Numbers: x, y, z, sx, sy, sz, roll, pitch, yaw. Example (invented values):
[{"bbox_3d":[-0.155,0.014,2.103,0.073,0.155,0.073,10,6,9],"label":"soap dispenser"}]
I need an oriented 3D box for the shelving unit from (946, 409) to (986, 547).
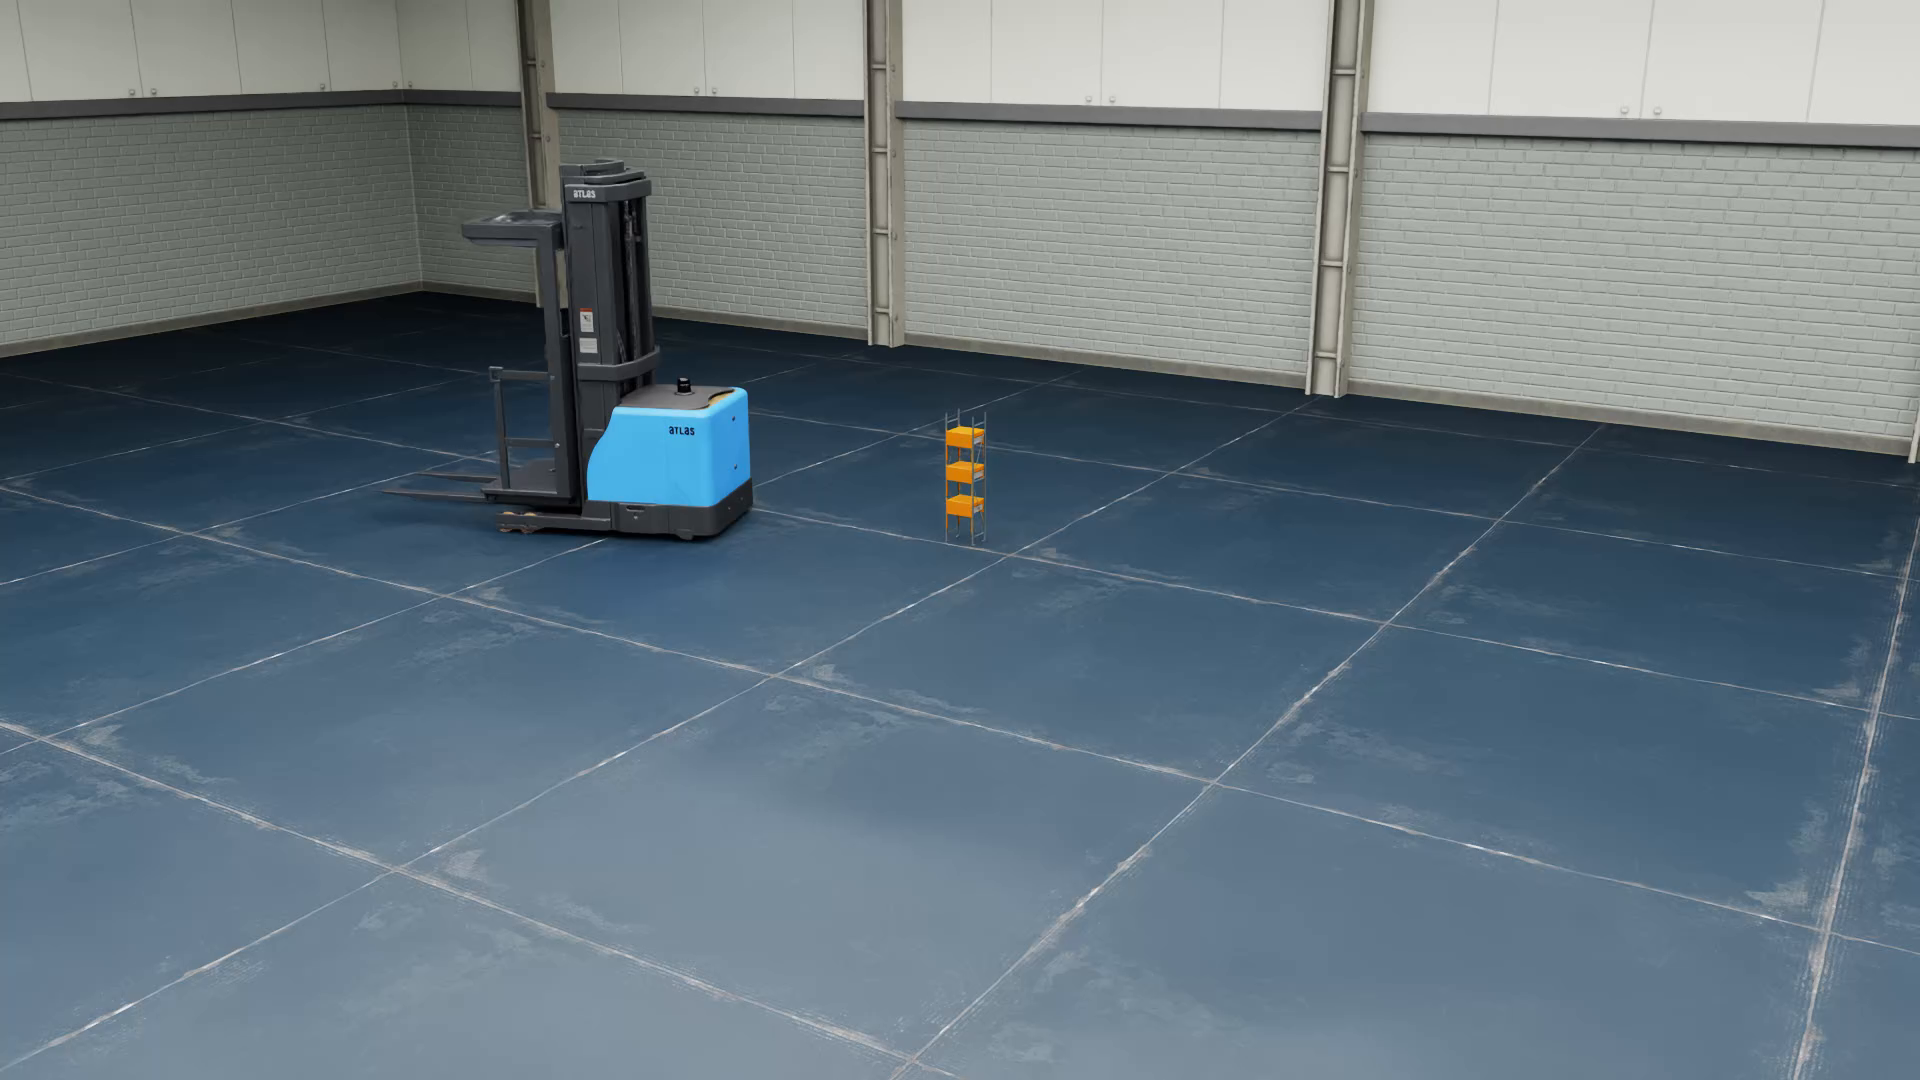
[{"bbox_3d":[0.046,-0.494,13.202,0.252,1.050,0.215,10,20,30],"label":"shelving unit"}]

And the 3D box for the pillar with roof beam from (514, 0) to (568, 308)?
[{"bbox_3d":[-8.327,-6.724,20.033,0.400,9.000,9.100,10,20,30],"label":"pillar with roof beam"}]

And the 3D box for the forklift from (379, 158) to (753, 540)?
[{"bbox_3d":[-3.328,-1.601,13.609,3.031,2.935,1.130,4,17,11],"label":"forklift"}]

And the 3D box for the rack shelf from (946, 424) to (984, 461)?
[{"bbox_3d":[0.046,-0.756,13.122,0.240,0.259,0.215,10,20,30],"label":"rack shelf"}]

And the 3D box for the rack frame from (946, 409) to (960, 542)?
[{"bbox_3d":[-0.058,-0.513,13.263,0.008,1.050,0.200,10,20,30],"label":"rack frame"}]

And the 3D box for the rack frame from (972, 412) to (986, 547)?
[{"bbox_3d":[0.150,-0.476,13.141,0.008,1.050,0.200,10,20,30],"label":"rack frame"}]

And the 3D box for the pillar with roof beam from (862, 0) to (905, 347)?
[{"bbox_3d":[-3.215,-5.811,17.028,0.400,9.000,9.100,10,20,30],"label":"pillar with roof beam"}]

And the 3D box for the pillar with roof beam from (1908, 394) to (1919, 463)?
[{"bbox_3d":[7.011,-3.986,11.019,0.400,9.000,9.100,10,20,30],"label":"pillar with roof beam"}]

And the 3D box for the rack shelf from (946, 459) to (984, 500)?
[{"bbox_3d":[0.046,-0.484,13.205,0.240,0.259,0.215,10,20,30],"label":"rack shelf"}]

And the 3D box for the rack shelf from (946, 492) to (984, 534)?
[{"bbox_3d":[0.046,-0.218,13.286,0.240,0.259,0.215,10,20,30],"label":"rack shelf"}]

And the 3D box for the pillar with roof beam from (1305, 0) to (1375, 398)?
[{"bbox_3d":[1.898,-4.898,14.024,0.400,9.000,9.100,10,20,30],"label":"pillar with roof beam"}]
